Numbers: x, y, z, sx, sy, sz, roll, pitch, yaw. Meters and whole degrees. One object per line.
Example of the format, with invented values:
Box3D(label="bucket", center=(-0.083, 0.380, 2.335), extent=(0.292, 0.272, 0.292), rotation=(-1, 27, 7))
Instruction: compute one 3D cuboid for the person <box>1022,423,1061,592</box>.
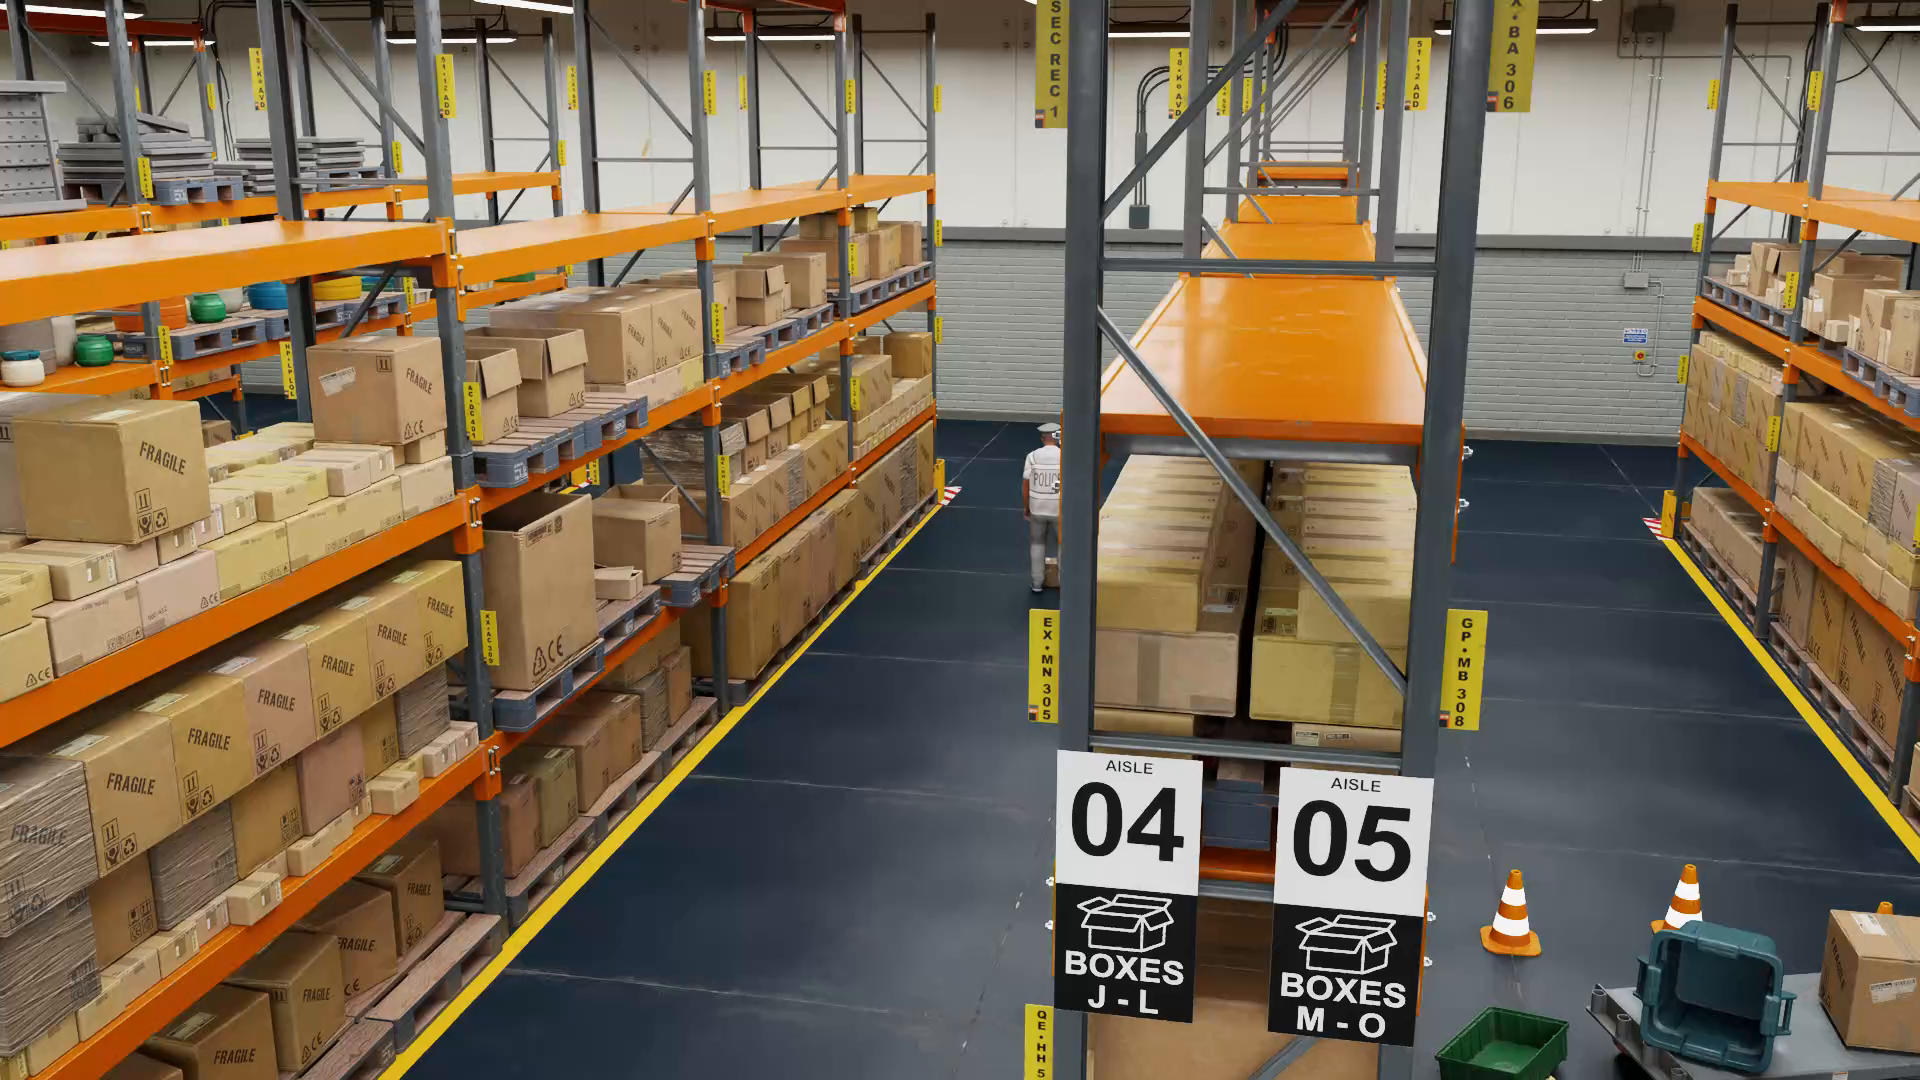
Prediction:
Box3D(label="person", center=(0.933, -0.317, 17.216), extent=(0.585, 1.748, 0.432), rotation=(3, 15, 11))
